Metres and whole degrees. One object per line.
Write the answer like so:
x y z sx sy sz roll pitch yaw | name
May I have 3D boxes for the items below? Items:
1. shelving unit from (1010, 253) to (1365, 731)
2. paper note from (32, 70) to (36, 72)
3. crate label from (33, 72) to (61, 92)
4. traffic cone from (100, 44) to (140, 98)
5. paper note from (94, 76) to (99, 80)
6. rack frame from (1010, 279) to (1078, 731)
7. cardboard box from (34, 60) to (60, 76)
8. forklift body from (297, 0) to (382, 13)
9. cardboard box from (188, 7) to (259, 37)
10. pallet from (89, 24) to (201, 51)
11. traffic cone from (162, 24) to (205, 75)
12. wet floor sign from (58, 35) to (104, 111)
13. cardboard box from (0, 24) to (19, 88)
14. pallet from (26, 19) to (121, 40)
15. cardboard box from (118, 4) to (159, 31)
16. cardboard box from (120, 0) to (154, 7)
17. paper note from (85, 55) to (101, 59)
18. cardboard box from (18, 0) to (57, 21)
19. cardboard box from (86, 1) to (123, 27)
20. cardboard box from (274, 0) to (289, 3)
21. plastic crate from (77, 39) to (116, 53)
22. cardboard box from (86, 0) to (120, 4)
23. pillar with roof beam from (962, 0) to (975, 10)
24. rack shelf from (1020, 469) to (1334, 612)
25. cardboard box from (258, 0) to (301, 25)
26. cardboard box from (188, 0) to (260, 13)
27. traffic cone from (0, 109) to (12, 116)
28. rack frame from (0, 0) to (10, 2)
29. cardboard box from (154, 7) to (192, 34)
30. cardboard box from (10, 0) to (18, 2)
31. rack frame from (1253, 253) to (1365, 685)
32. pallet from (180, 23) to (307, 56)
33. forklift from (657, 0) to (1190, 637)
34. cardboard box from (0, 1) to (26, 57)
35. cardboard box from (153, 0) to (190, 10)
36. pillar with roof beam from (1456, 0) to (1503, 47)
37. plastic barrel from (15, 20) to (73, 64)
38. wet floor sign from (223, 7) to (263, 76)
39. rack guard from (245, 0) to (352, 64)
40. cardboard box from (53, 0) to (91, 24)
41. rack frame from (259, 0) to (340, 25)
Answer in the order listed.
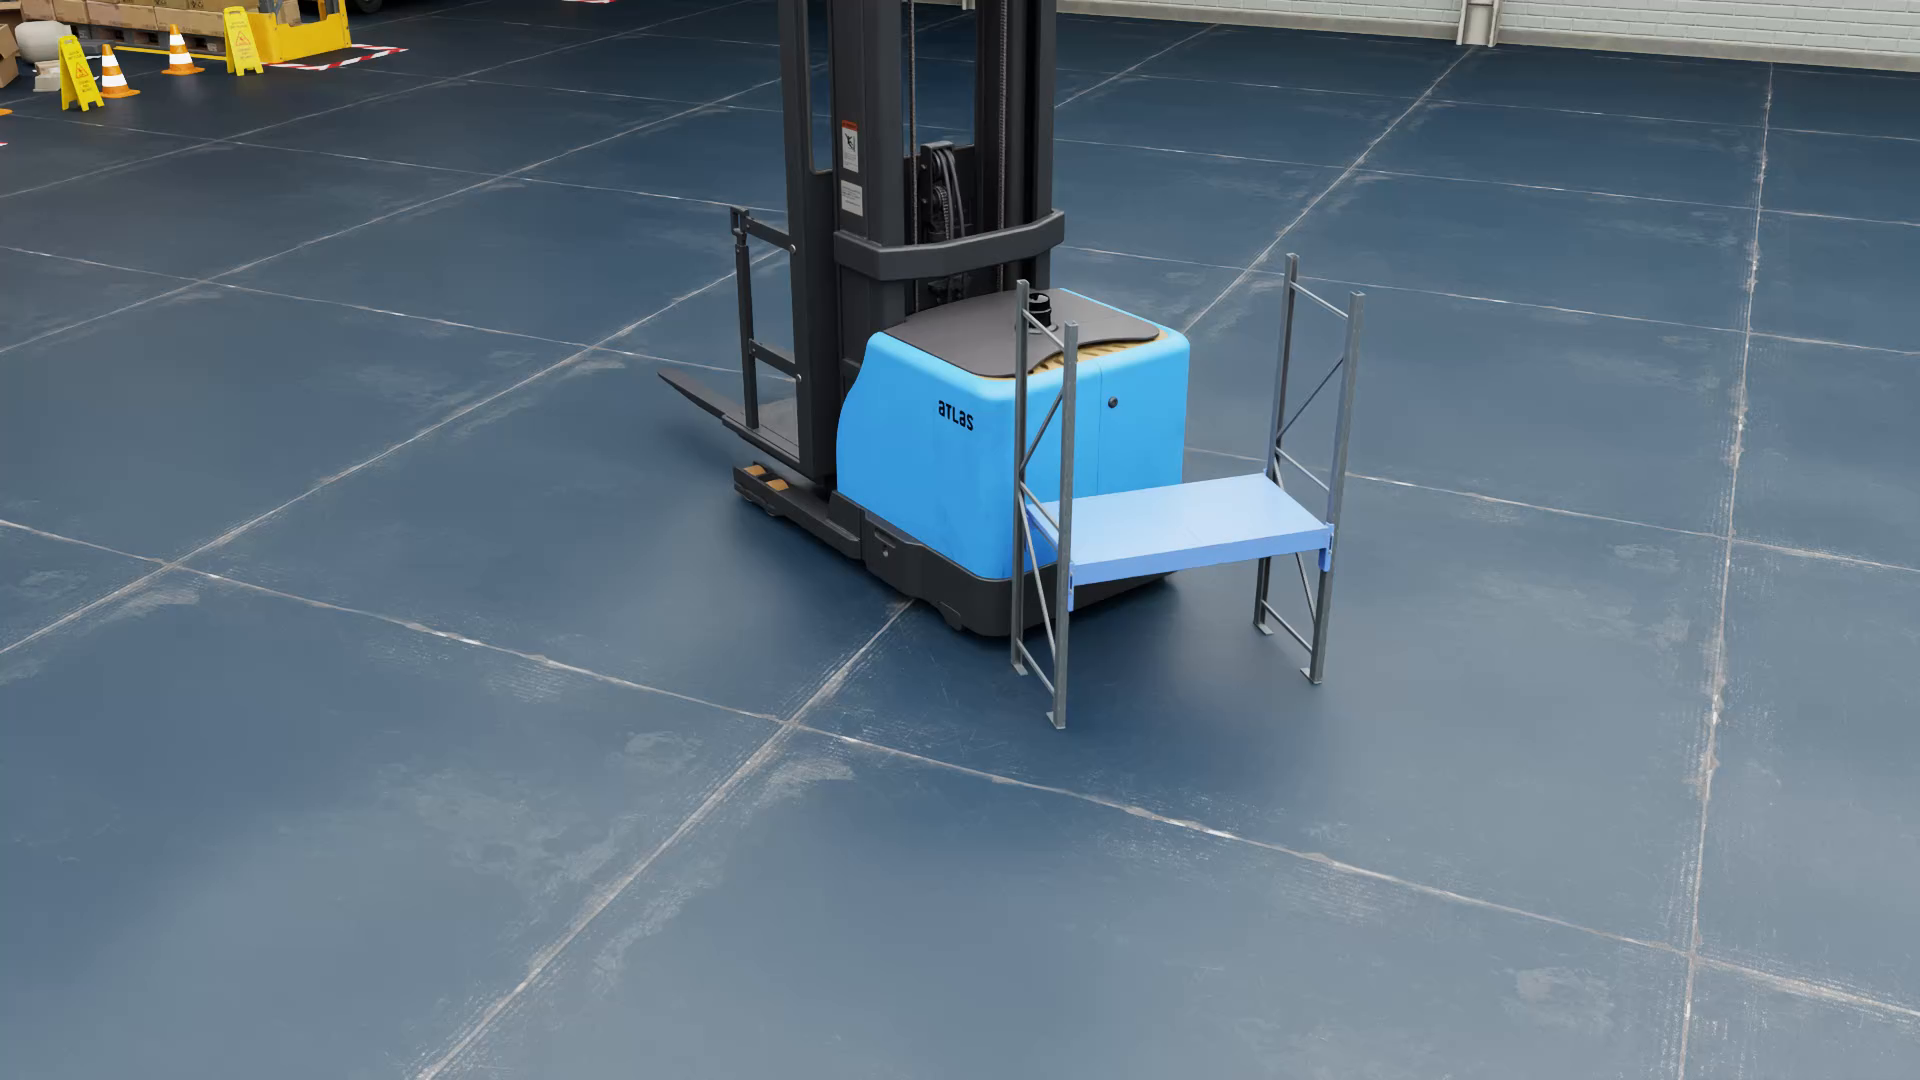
0.767 -0.174 5.906 1.048 1.500 0.538 -8 27 -16 | shelving unit
-9.384 -4.809 16.996 0.142 0.019 0.148 23 35 39 | paper note
-8.805 -4.444 16.122 0.298 0.136 0.250 -2 26 -5 | crate label
-8.063 -4.472 15.808 0.334 0.463 0.336 11 28 22 | traffic cone
-8.673 -4.599 16.556 0.142 0.019 0.148 2 26 4 | paper note
0.282 -0.106 5.767 0.032 1.500 0.500 -8 27 -16 | rack frame
-9.017 -4.707 16.641 0.380 0.149 0.250 -18 31 -31 | cardboard box
-7.418 -7.787 20.632 1.214 2.155 2.313 11 28 22 | forklift body
-7.857 -5.557 17.779 0.500 0.250 0.500 11 28 22 | cardboard box
-8.889 -5.708 18.604 1.213 0.211 1.003 11 28 22 | pallet
-7.913 -4.980 16.841 0.334 0.463 0.336 11 28 22 | traffic cone
-8.099 -4.284 15.221 0.232 0.644 0.267 6 27 13 | wet floor sign
-9.635 -4.741 16.311 0.637 0.503 0.797 -7 27 -14 | cardboard box
-10.003 -5.930 19.055 1.213 0.211 1.003 11 28 22 | pallet
-8.782 -5.744 18.158 0.500 0.250 0.500 10 28 20 | cardboard box
-8.758 -6.080 17.992 0.500 0.500 0.500 11 28 21 | cardboard box
-9.197 -5.119 17.613 0.148 0.019 0.142 2 26 4 | paper note
-10.204 -6.028 18.735 0.500 0.250 0.500 10 28 19 | cardboard box
-9.229 -5.839 18.351 0.500 0.250 0.500 11 28 21 | cardboard box
-7.630 -6.112 18.057 0.500 0.500 0.500 10 28 20 | cardboard box
-9.540 -5.363 18.052 0.583 0.080 0.402 2 26 4 | plastic crate
-9.241 -6.176 18.186 0.500 0.500 0.500 13 29 24 | cardboard box
-1.518 -8.908 15.155 0.400 9.000 9.100 11 28 22 | pillar with roof beam
0.767 -0.013 5.986 1.000 0.185 0.538 -8 27 -16 | rack shelf
-7.608 -5.772 18.215 0.500 0.250 0.500 11 28 21 | cardboard box
-7.825 -5.891 17.608 0.500 0.500 0.500 12 28 22 | cardboard box
-8.841 -4.079 15.012 0.334 0.463 0.336 11 28 22 | traffic cone
-10.629 -7.290 18.660 0.127 3.000 1.000 11 28 22 | rack frame
-8.304 -5.651 17.969 0.500 0.250 0.500 11 28 22 | cardboard box
-11.108 -6.394 19.341 0.625 0.372 0.950 12 29 22 | cardboard box
1.251 -0.243 6.045 0.032 1.500 0.500 -8 27 -16 | rack frame
-7.782 -5.484 18.149 1.213 0.211 1.003 11 28 22 | pallet
-0.376 -1.536 7.053 1.130 2.935 3.031 -18 32 -33 | forklift
-10.217 -5.426 17.702 0.500 0.500 0.500 -12 29 -23 | cardboard box
-8.302 -5.985 17.799 0.500 0.500 0.500 12 29 24 | cardboard box
3.944 -7.811 12.927 0.400 9.000 9.100 11 28 22 | pillar with roof beam
-9.495 -5.171 17.274 0.512 0.421 0.421 -12 29 -23 | plastic barrel
-7.258 -5.037 16.750 0.232 0.644 0.267 23 35 39 | wet floor sign
-7.057 -5.451 17.755 0.348 0.500 1.175 11 28 22 | rack guard
-9.713 -5.935 18.546 0.500 0.250 0.500 13 29 25 | cardboard box
-6.988 -6.558 17.175 0.127 3.000 1.000 11 28 22 | rack frame
